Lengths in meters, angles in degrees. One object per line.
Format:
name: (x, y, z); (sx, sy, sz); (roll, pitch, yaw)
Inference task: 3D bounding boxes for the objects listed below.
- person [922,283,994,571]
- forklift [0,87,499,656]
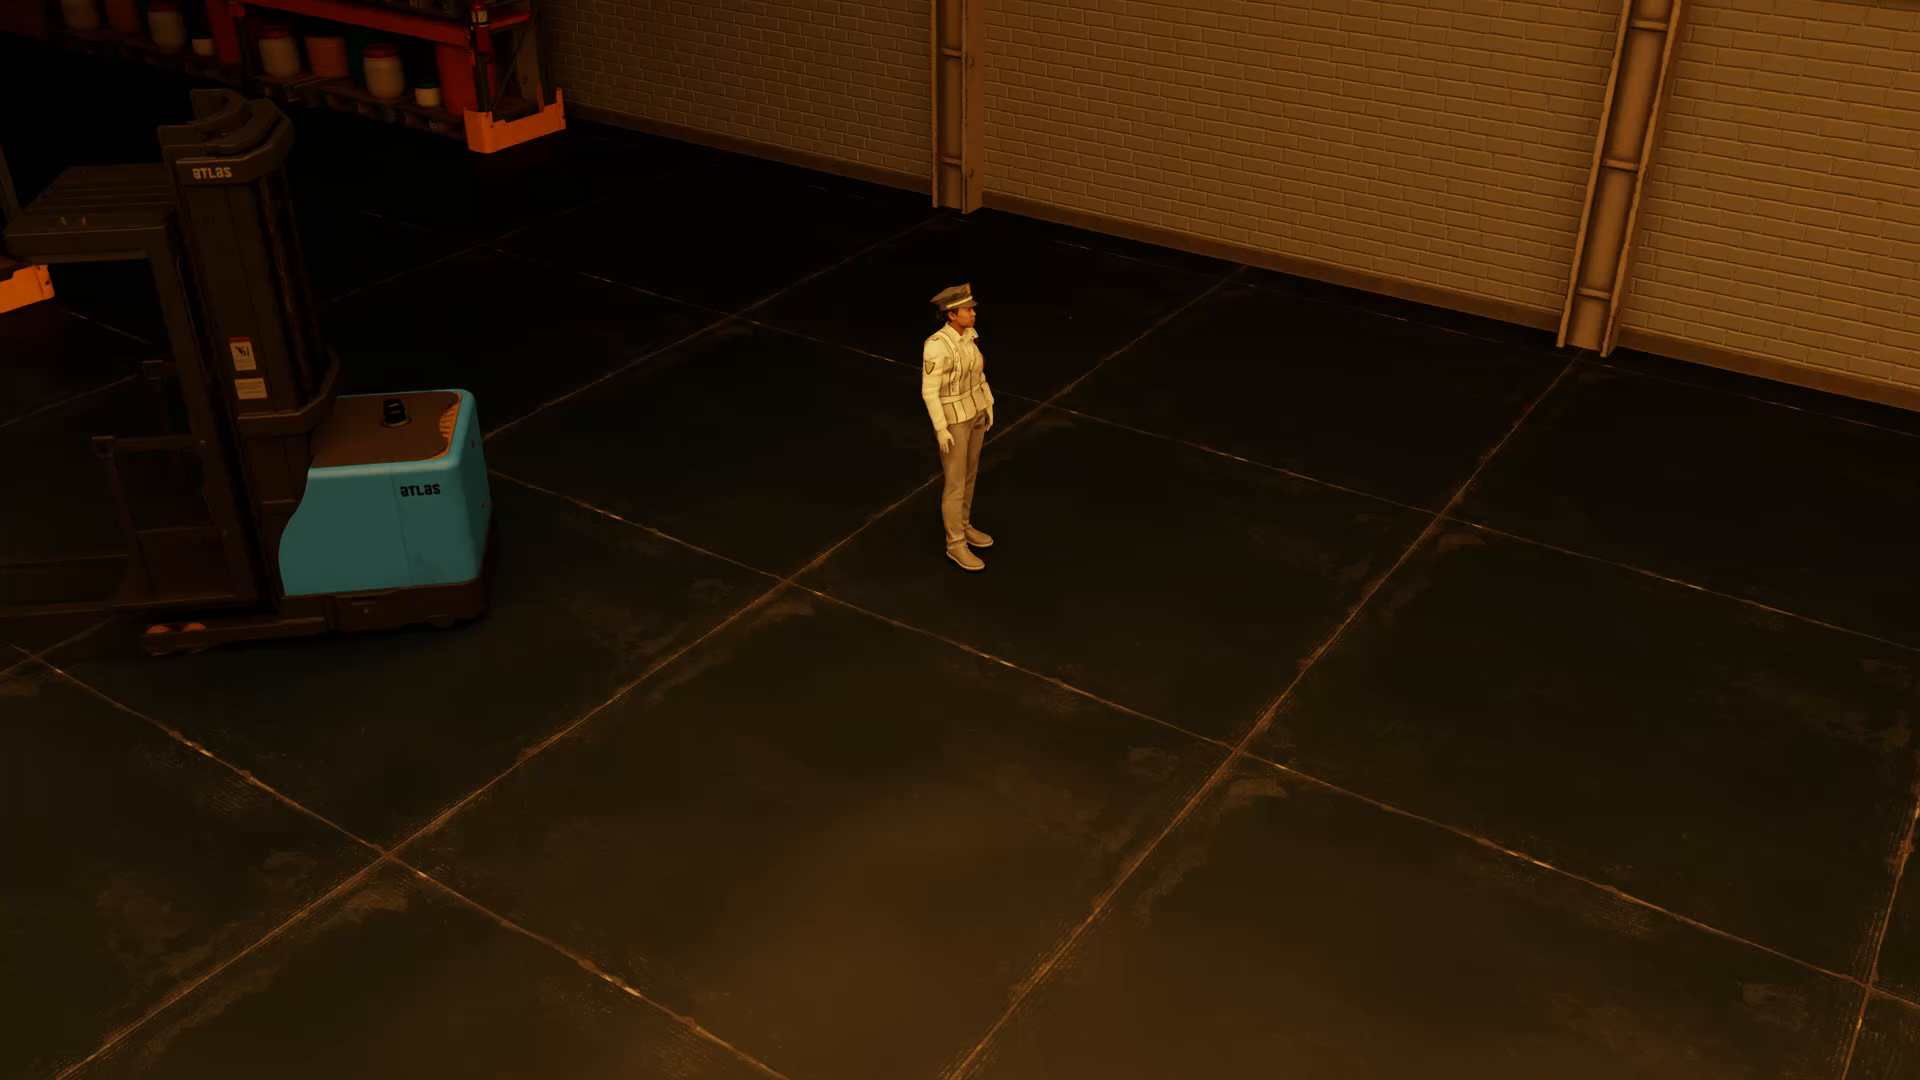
person: (0.053, -0.717, 10.033); (0.531, 1.695, 0.587); (19, 35, 29)
forklift: (-4.313, -0.901, 9.133); (3.031, 2.935, 1.130); (-4, 30, -8)
